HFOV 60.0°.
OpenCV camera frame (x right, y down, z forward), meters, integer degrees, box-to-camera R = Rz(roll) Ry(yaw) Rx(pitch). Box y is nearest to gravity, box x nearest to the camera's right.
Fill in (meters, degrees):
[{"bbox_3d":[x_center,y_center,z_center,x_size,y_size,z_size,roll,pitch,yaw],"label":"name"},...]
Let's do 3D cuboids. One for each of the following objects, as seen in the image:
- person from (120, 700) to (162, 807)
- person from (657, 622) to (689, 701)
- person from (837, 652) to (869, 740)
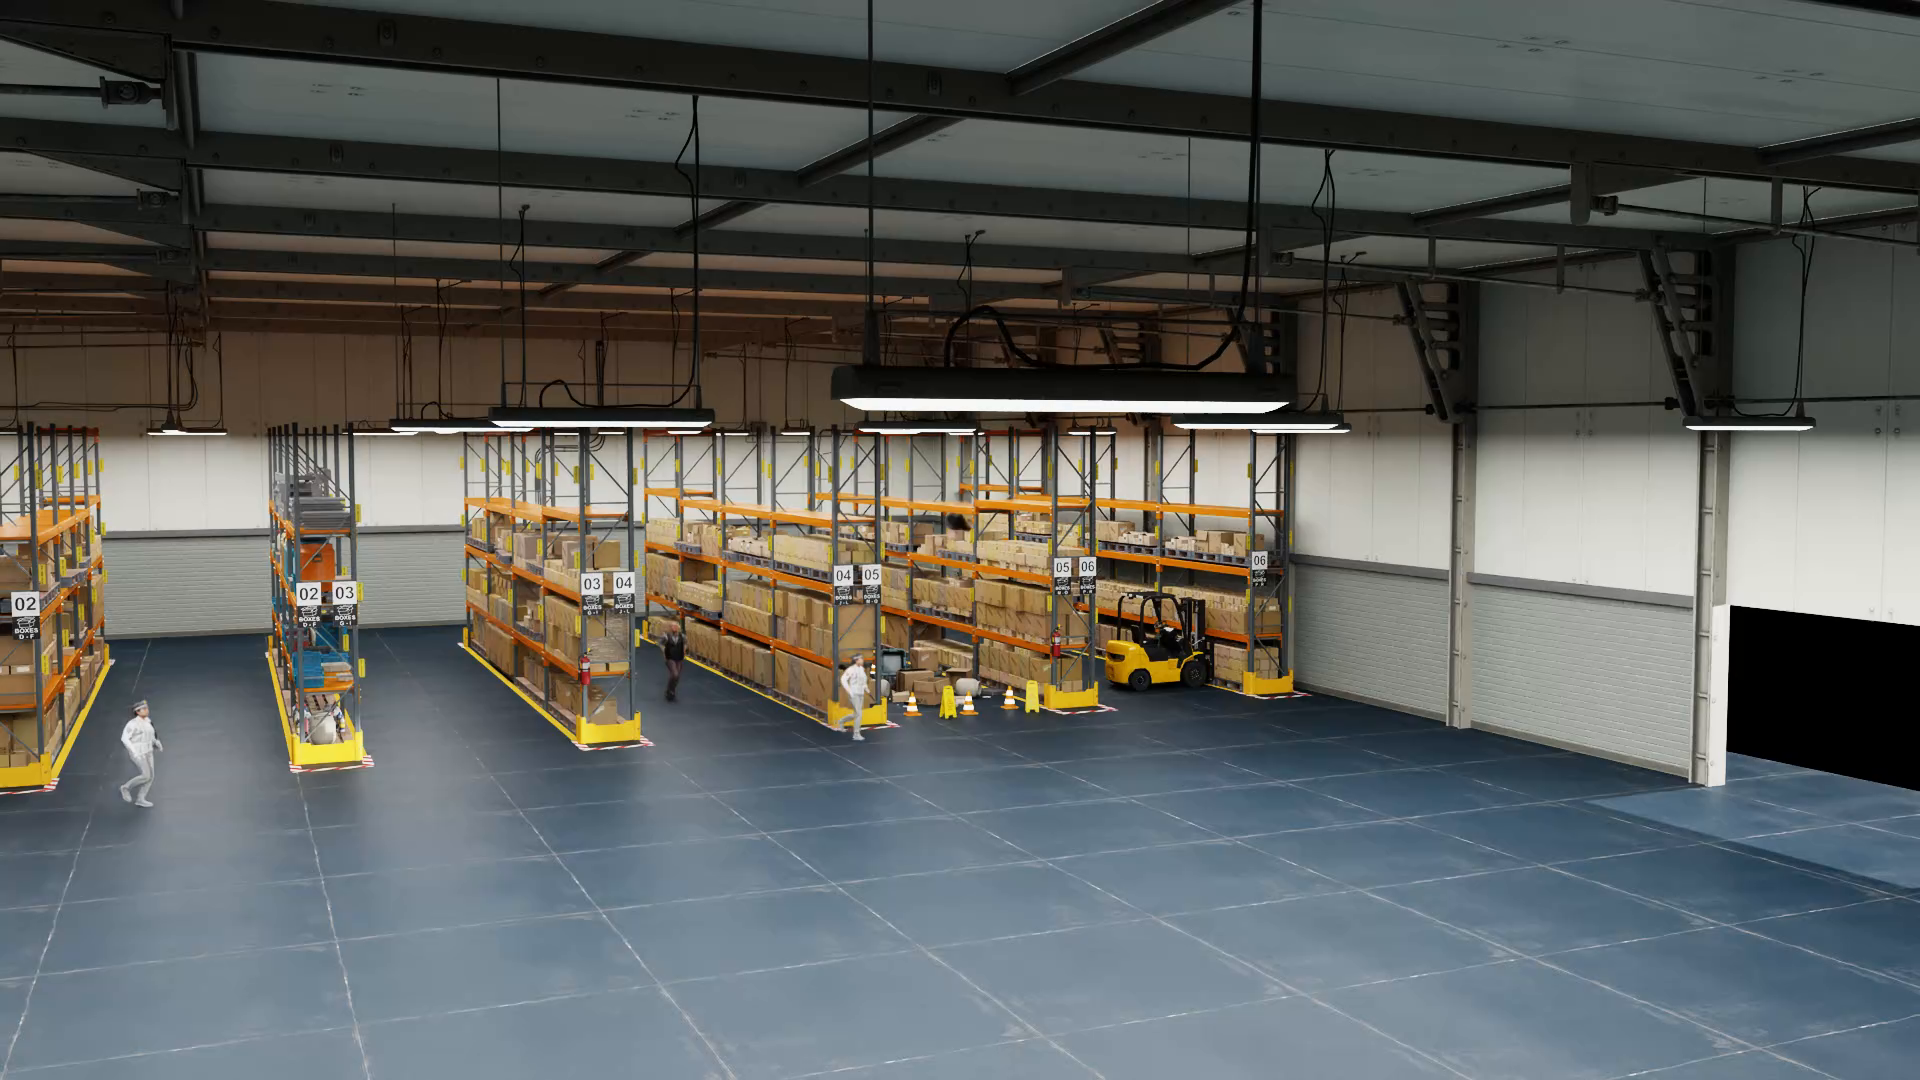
[{"bbox_3d":[-12.759,3.315,25.902,0.546,1.666,0.636,0,4,8],"label":"person"},{"bbox_3d":[-6.231,2.654,36.407,0.631,1.738,0.704,-2,4,-32],"label":"person"},{"bbox_3d":[-2.027,2.973,31.836,0.732,1.673,0.665,2,4,33],"label":"person"}]
